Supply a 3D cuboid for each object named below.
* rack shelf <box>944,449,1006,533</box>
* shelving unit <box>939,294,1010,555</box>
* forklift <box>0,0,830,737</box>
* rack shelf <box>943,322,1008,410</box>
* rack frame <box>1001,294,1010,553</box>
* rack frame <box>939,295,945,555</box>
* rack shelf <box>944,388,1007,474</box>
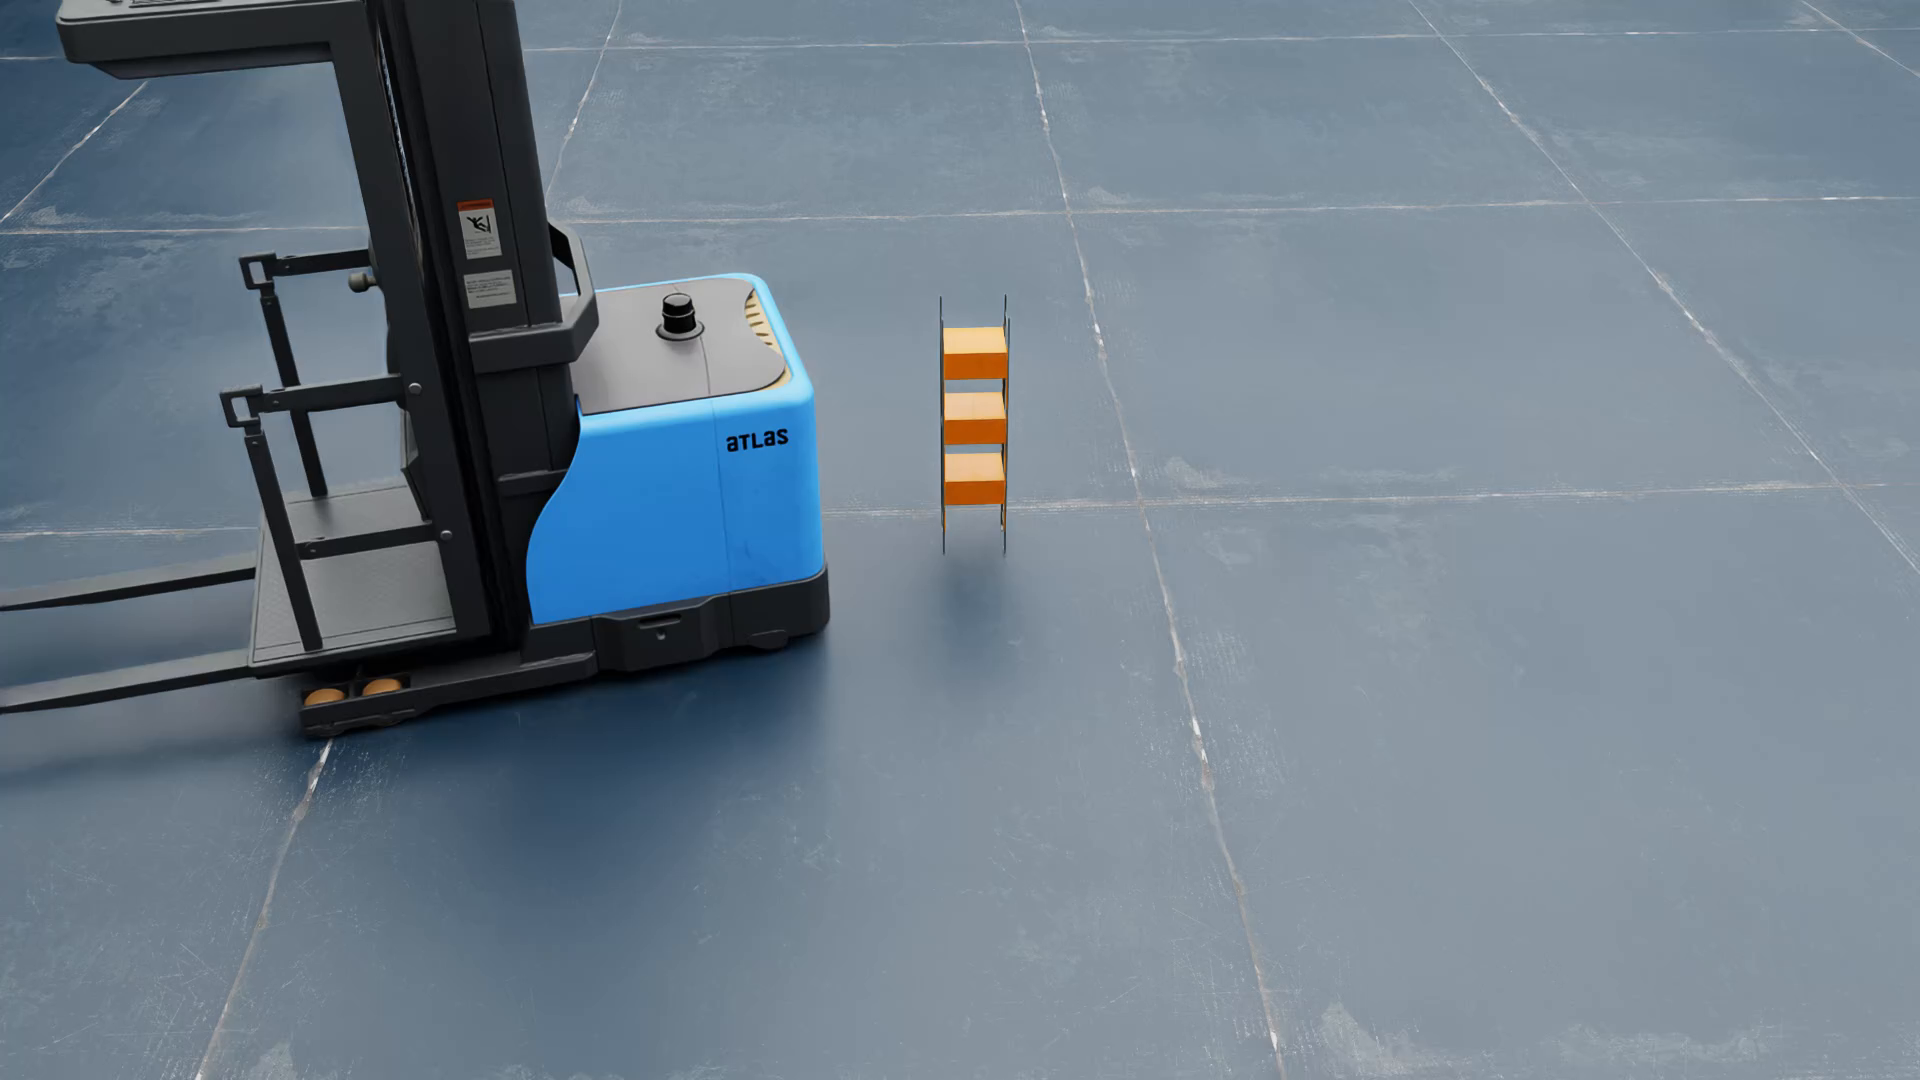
[{"bbox_3d":[0.053,-0.196,6.618,0.240,0.259,0.215,-2,35,-2],"label":"rack shelf"},{"bbox_3d":[0.053,-0.433,6.453,0.252,1.050,0.215,-2,35,-2],"label":"shelving unit"},{"bbox_3d":[-2.060,-0.860,5.417,3.031,2.935,1.130,-10,36,-13],"label":"forklift"},{"bbox_3d":[0.053,-0.658,6.298,0.240,0.259,0.215,-2,35,-2],"label":"rack shelf"},{"bbox_3d":[0.175,-0.436,6.458,0.008,1.050,0.200,-2,35,-2],"label":"rack frame"},{"bbox_3d":[-0.068,-0.430,6.449,0.008,1.050,0.200,-2,35,-2],"label":"rack frame"},{"bbox_3d":[0.053,-0.424,6.459,0.240,0.259,0.215,-2,35,-2],"label":"rack shelf"}]
